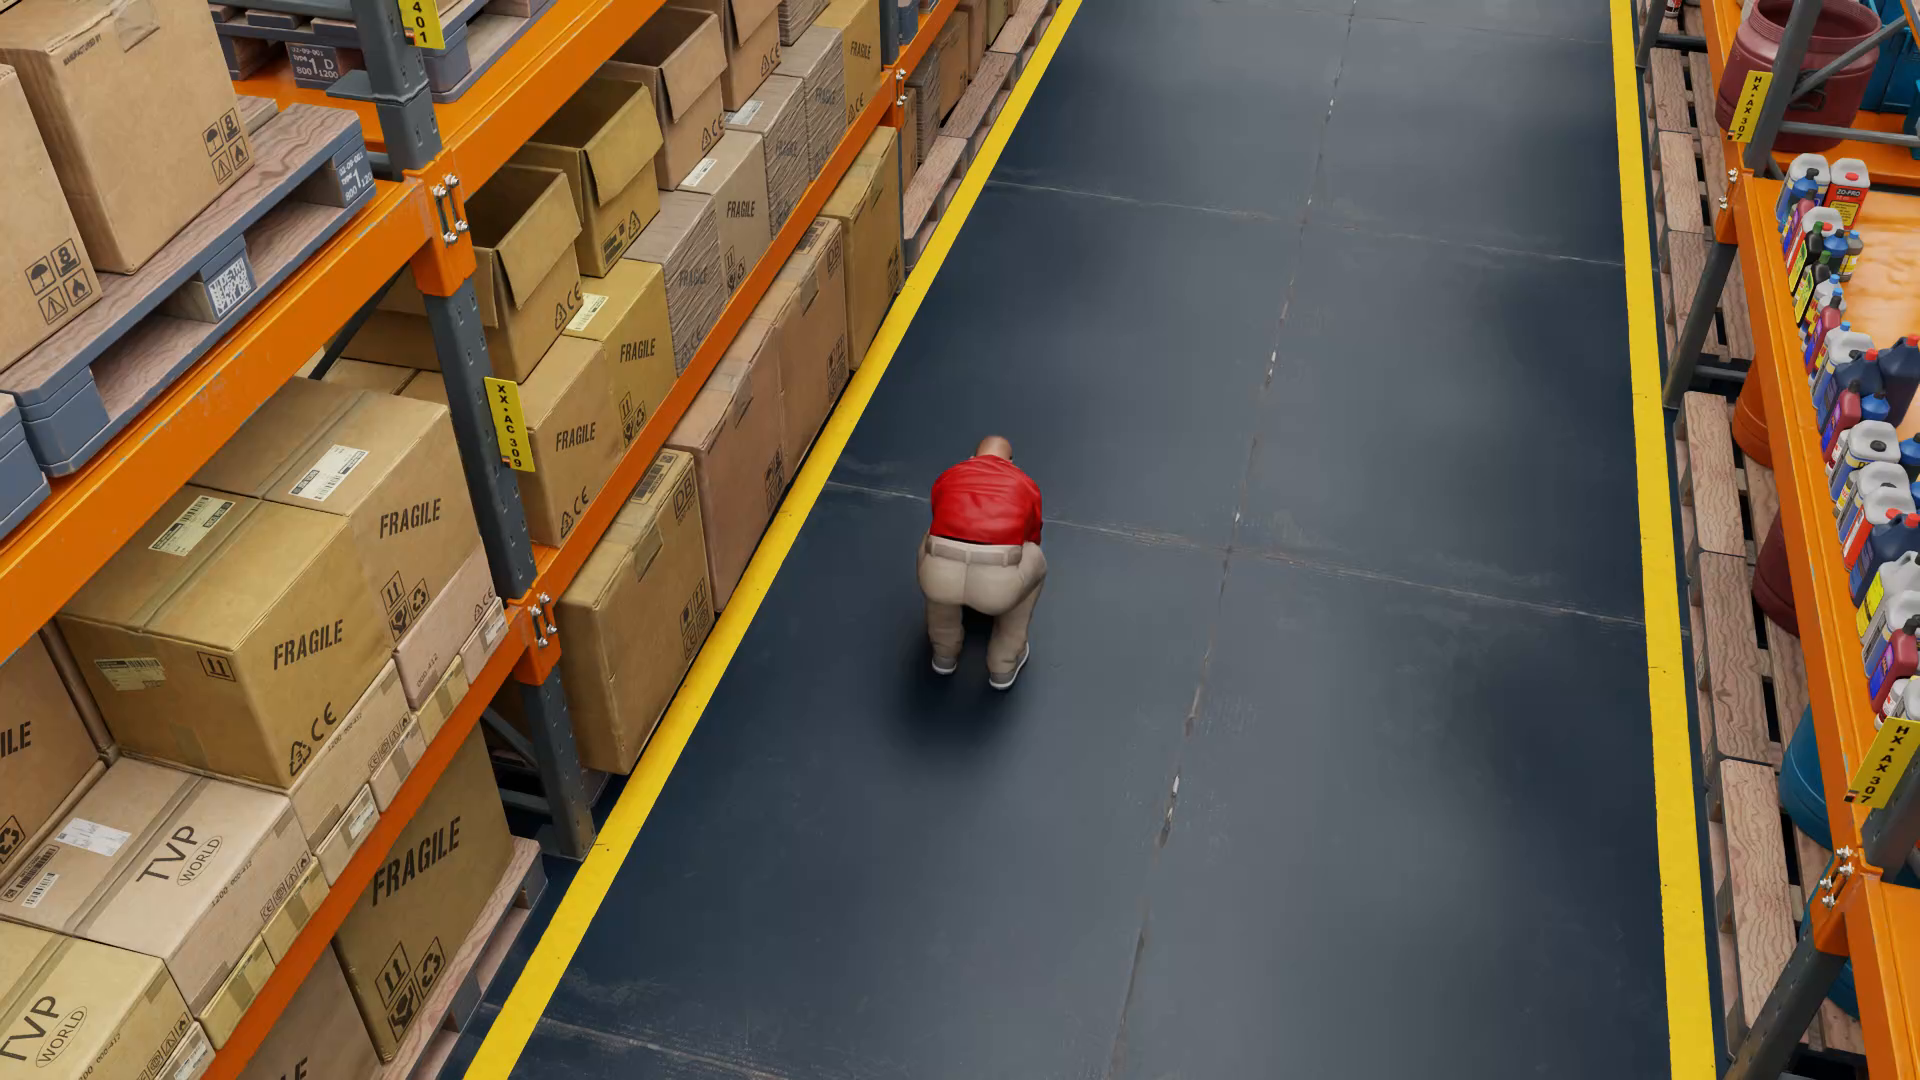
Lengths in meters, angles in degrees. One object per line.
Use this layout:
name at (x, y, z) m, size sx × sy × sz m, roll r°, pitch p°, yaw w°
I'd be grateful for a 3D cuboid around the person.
person at (0.095, 0.085, 6.764) m, size 0.528 × 0.859 × 0.956 m, roll 7°, pitch 41°, yaw 8°
